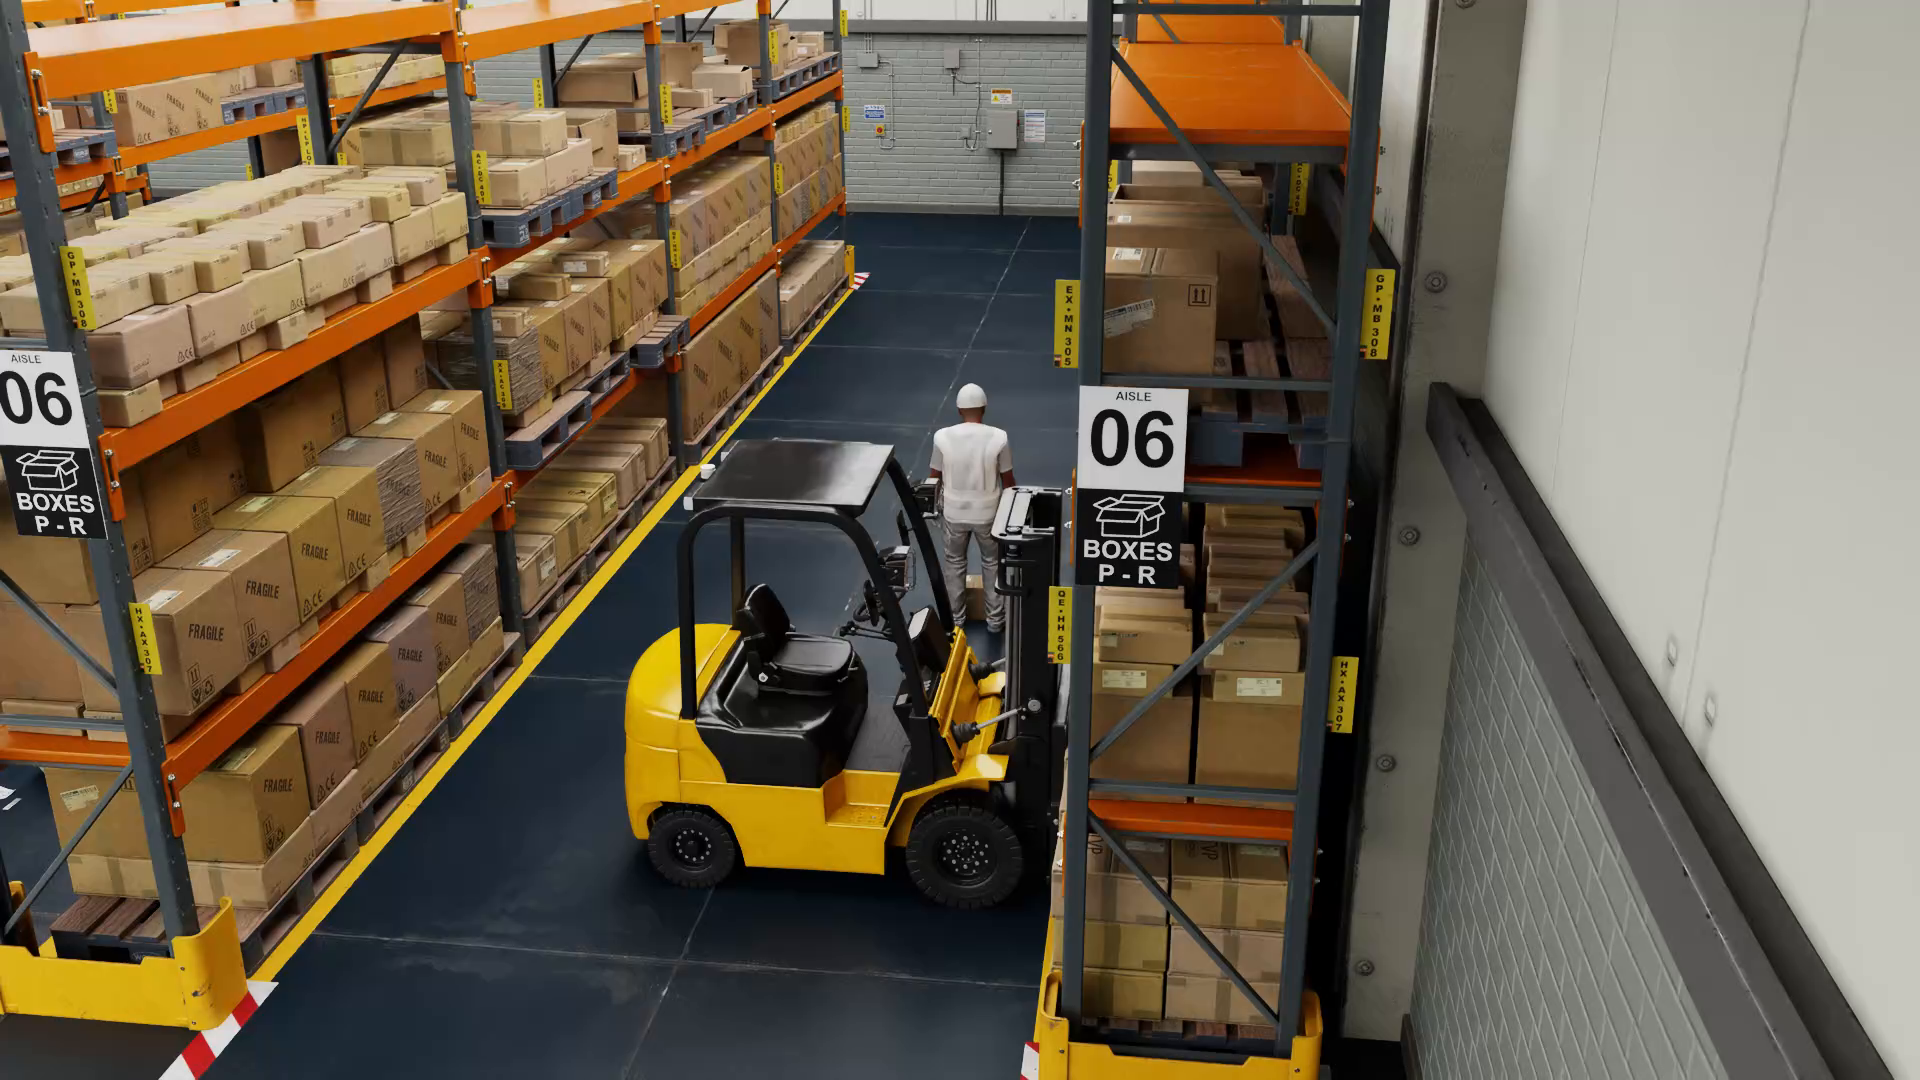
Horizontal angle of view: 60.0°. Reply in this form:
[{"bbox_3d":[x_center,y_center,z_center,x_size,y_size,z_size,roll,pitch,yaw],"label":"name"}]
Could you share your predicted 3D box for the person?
[{"bbox_3d":[0.094,-0.210,11.614,0.619,1.774,0.446,3,21,7],"label":"person"}]
